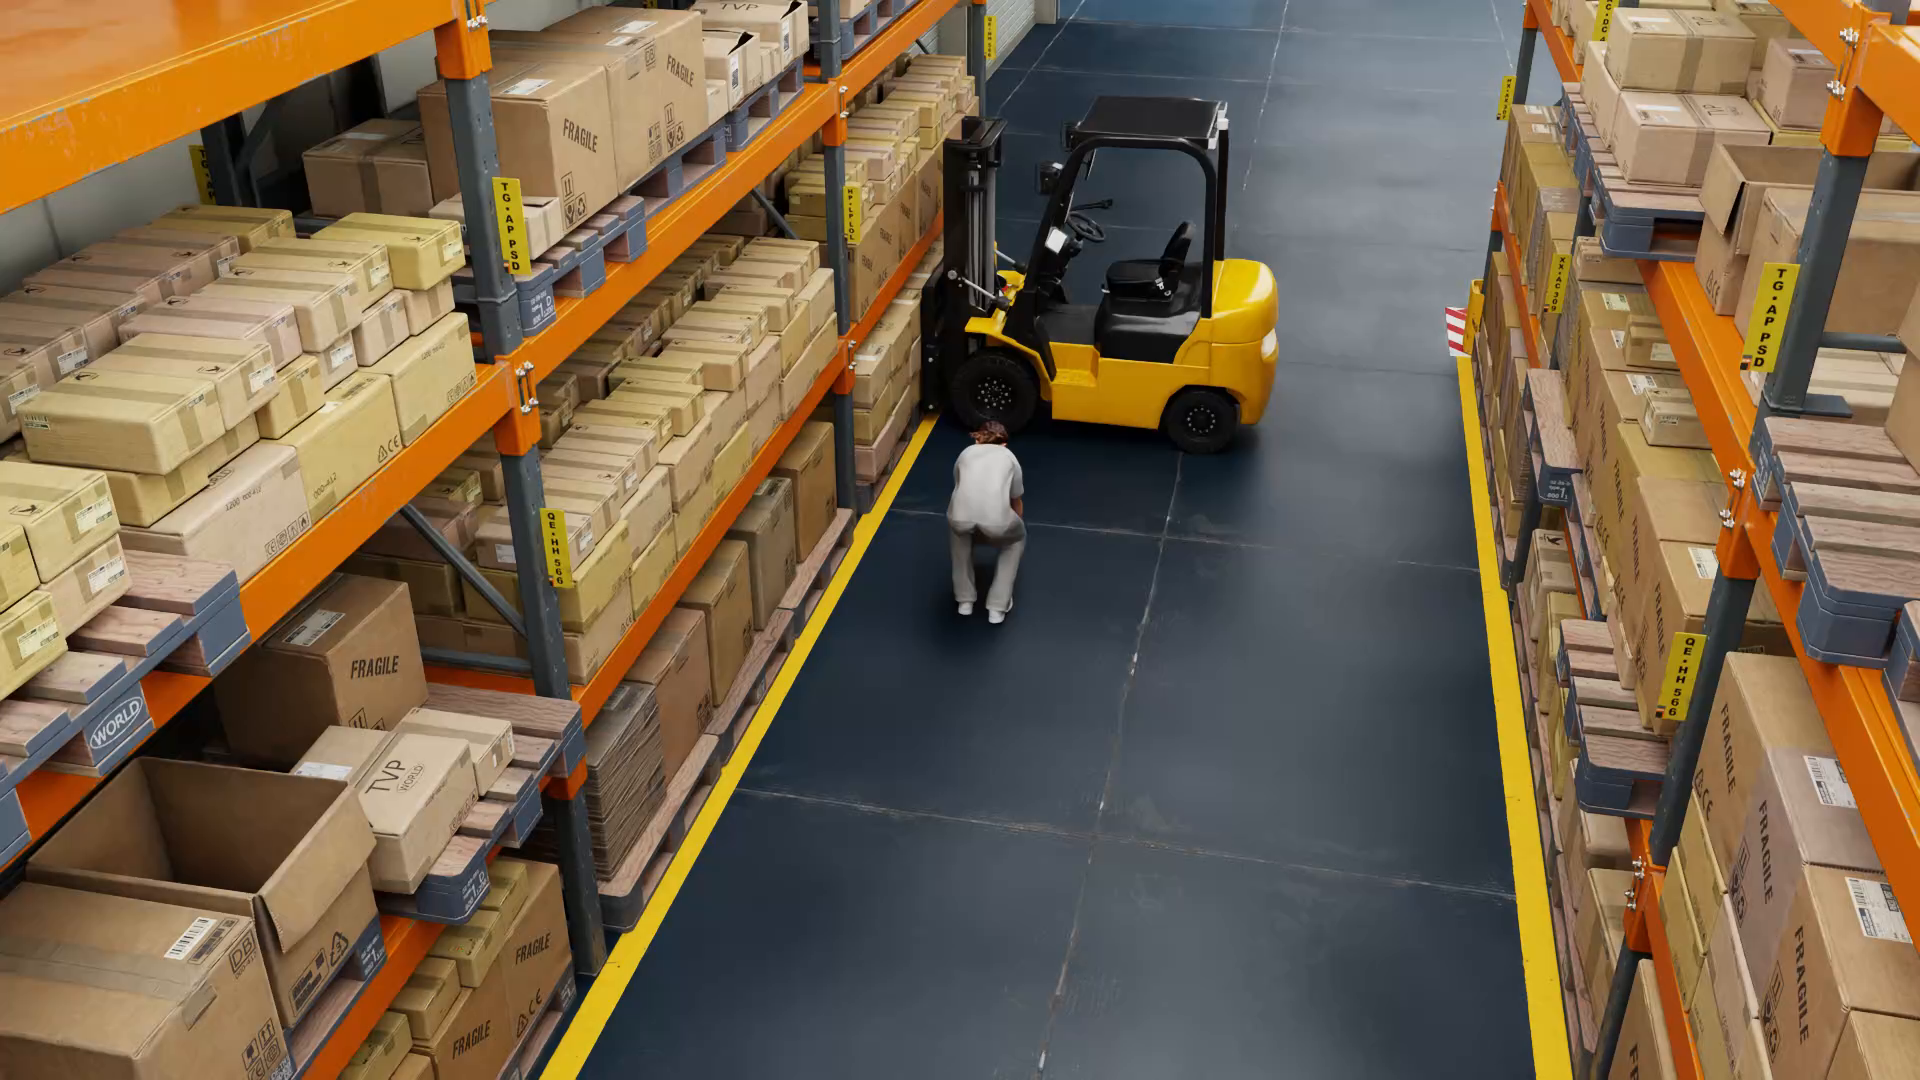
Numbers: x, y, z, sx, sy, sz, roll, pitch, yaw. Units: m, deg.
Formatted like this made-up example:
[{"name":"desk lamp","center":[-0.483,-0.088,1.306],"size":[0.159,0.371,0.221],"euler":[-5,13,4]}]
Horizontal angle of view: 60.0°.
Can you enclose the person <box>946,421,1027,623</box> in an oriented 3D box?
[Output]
[{"name":"person","center":[0.156,-0.102,9.517],"size":[0.460,0.982,0.867],"euler":[5,29,8]}]
